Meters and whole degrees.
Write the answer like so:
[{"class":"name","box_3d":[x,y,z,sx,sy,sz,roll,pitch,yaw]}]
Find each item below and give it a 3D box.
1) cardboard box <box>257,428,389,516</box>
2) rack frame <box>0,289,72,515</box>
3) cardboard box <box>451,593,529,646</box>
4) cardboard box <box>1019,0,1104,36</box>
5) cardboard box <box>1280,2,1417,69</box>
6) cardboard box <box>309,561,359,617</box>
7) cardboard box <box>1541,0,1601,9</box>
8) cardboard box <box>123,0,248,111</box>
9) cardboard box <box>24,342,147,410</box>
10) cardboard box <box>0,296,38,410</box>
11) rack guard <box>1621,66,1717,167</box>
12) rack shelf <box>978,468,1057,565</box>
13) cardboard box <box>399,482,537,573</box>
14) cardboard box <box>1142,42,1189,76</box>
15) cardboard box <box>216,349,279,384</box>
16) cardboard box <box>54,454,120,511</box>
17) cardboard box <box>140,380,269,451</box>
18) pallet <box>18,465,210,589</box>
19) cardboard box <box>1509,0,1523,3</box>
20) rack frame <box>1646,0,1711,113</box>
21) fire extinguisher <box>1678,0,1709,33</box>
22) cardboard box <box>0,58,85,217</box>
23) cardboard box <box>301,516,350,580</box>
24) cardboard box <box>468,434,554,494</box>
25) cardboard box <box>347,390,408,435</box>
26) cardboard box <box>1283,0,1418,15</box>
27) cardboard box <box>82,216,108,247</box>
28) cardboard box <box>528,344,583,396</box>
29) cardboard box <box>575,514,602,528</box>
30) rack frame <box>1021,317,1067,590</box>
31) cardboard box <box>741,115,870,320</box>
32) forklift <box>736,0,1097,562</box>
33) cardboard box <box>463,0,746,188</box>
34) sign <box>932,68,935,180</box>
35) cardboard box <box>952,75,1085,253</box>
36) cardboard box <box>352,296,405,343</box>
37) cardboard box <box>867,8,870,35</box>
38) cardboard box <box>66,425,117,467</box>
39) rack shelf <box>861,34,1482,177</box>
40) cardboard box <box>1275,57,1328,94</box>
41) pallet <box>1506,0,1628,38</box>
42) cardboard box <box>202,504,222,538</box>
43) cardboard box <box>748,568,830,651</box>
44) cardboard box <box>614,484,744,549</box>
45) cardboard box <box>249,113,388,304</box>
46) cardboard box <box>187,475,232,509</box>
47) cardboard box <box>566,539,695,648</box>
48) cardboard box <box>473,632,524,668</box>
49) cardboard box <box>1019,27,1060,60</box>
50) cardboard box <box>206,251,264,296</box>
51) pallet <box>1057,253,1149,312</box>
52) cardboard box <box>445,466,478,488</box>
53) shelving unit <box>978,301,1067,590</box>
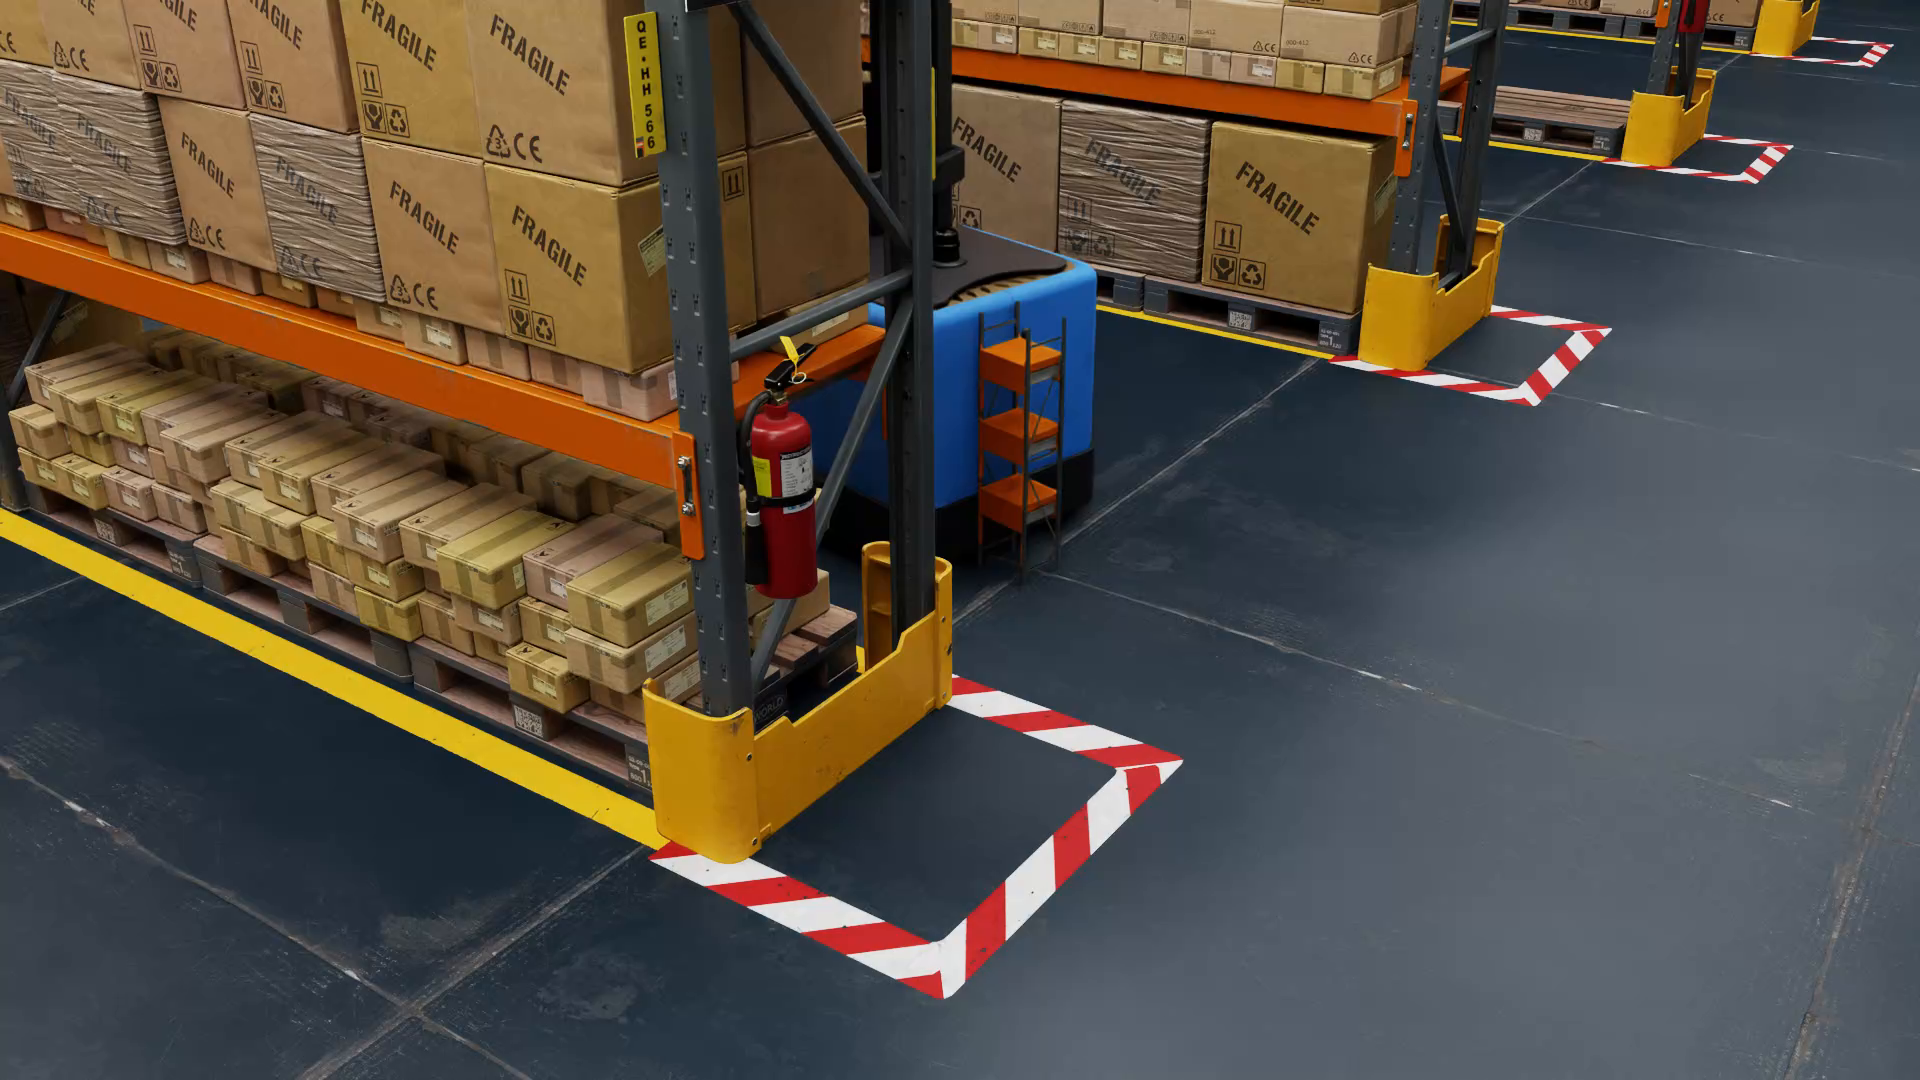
[{"class":"cardboard box","box_3d":[-2.267,-0.249,5.956,0.250,0.149,0.380,17,32,31]},{"class":"rack frame","box_3d":[-3.708,-1.644,6.673,0.127,3.000,1.000,17,32,30]},{"class":"cardboard box","box_3d":[-1.437,0.172,5.456,0.250,0.149,0.380,16,31,28]},{"class":"cardboard box","box_3d":[0.662,-2.930,9.037,0.500,0.250,0.500,17,32,30]},{"class":"cardboard box","box_3d":[1.931,-2.536,8.264,0.500,0.250,0.500,17,31,30]},{"class":"cardboard box","box_3d":[-2.071,0.103,5.921,0.250,0.149,0.380,18,32,31]},{"class":"cardboard box","box_3d":[6.347,-5.778,17.064,0.637,0.503,0.797,17,32,30]},{"class":"cardboard box","box_3d":[-2.218,-1.659,5.162,0.500,0.500,0.500,16,31,29]},{"class":"cardboard box","box_3d":[-3.541,-0.660,6.764,0.250,0.149,0.380,19,32,32]},{"class":"cardboard box","box_3d":[-4.460,-0.813,7.333,0.500,0.500,0.500,17,31,29]},{"class":"rack guard","box_3d":[5.312,-3.182,12.451,0.348,0.500,1.175,17,32,30]},{"class":"rack shelf","box_3d":[0.228,-0.093,6.411,0.215,0.259,0.240,-23,35,-37]},{"class":"cardboard box","box_3d":[-1.628,-0.035,5.536,0.250,0.149,0.380,16,31,28]},{"class":"cardboard box","box_3d":[1.158,-2.563,8.757,0.250,0.149,0.380,17,31,29]},{"class":"cardboard box","box_3d":[-2.825,-0.720,6.881,0.250,0.149,0.380,17,32,30]},{"class":"cardboard box","box_3d":[-3.370,-0.279,6.671,0.250,0.149,0.380,18,32,32]},{"class":"cardboard box","box_3d":[-2.883,-0.462,6.375,0.250,0.149,0.380,16,31,29]},{"class":"pallet","box_3d":[-3.134,-0.242,6.993,1.213,0.211,1.003,17,32,30]},{"class":"cardboard box","box_3d":[5.738,-5.701,17.285,0.250,0.166,0.380,17,32,30]},{"class":"rack frame","box_3d":[5.285,-4.297,11.886,0.127,3.000,1.000,17,32,30]},{"class":"fire extinguisher","box_3d":[5.152,-3.888,11.578,0.183,0.674,0.296,17,32,30]},{"class":"cardboard box","box_3d":[-3.030,-1.475,5.904,0.500,0.500,0.500,17,32,30]},{"class":"cardboard box","box_3d":[-2.072,-0.029,5.851,0.250,0.149,0.380,19,33,33]},{"class":"cardboard box","box_3d":[-1.555,-0.306,6.069,0.250,0.149,0.380,19,32,32]},{"class":"cardboard box","box_3d":[-2.150,-0.524,6.497,0.250,0.149,0.380,16,31,29]},{"class":"cardboard box","box_3d":[1.930,-2.872,8.097,0.500,0.500,0.500,18,32,31]},{"class":"cardboard box","box_3d":[-2.934,-1.178,6.034,0.250,0.149,0.380,16,31,28]},{"class":"cardboard box","box_3d":[-1.023,-0.561,4.822,0.250,0.149,0.380,17,32,30]},{"class":"cardboard box","box_3d":[-1.143,-0.018,5.830,0.250,0.149,0.380,18,32,31]},{"class":"rack frame","box_3d":[0.311,-0.309,6.200,0.200,1.050,0.008,-23,35,-37]},{"class":"cardboard box","box_3d":[-0.624,-1.013,4.994,0.500,0.500,0.500,19,33,33]},{"class":"forklift","box_3d":[-0.810,-1.769,6.994,1.130,2.935,3.031,-23,35,-37]},{"class":"cardboard box","box_3d":[-0.929,-1.264,4.386,0.500,0.500,0.500,17,31,29]},{"class":"sign","box_3d":[-0.104,-1.206,4.857,0.005,0.325,0.100,17,32,30]},{"class":"cardboard box","box_3d":[0.424,-2.282,9.807,0.875,0.875,0.875,17,32,30]},{"class":"cardboard box","box_3d":[-1.662,-0.755,5.204,0.250,0.149,0.380,16,31,28]},{"class":"cardboard box","box_3d":[-0.327,-3.025,9.664,0.250,0.149,0.380,18,32,32]},{"class":"cardboard box","box_3d":[-3.331,-0.449,6.677,0.250,0.149,0.380,18,32,31]},{"class":"rack shelf","box_3d":[0.832,-2.638,9.420,4.000,0.370,1.077,17,32,30]},{"class":"cardboard box","box_3d":[1.786,-2.368,8.372,0.250,0.149,0.380,18,32,31]},{"class":"pallet","box_3d":[6.371,-5.442,17.212,1.213,0.211,1.003,17,32,30]},{"class":"cardboard box","box_3d":[-2.657,-0.132,6.382,0.250,0.149,0.380,16,31,28]},{"class":"cardboard box","box_3d":[-0.661,0.212,5.706,0.250,0.149,0.380,18,32,31]},{"class":"cardboard box","box_3d":[-0.945,-0.086,5.636,0.250,0.149,0.380,18,32,31]},{"class":"cardboard box","box_3d":[-1.772,-1.074,5.115,0.500,0.500,0.500,17,32,30]},{"class":"cardboard box","box_3d":[-2.675,-0.250,6.287,0.250,0.149,0.380,19,33,33]},{"class":"cardboard box","box_3d":[-0.990,0.160,5.152,0.250,0.149,0.380,18,32,31]},{"class":"cardboard box","box_3d":[-1.401,0.281,5.571,0.250,0.149,0.380,17,32,30]},{"class":"cardboard box","box_3d":[0.525,-2.760,9.144,0.250,0.149,0.380,16,31,29]},{"class":"cardboard box","box_3d":[-2.299,-0.966,5.617,0.250,0.149,0.380,19,32,32]},{"class":"pallet","box_3d":[0.776,-1.692,9.842,1.213,0.211,1.003,17,32,30]},{"class":"cardboard box","box_3d":[-1.812,-0.211,6.210,0.250,0.149,0.380,19,33,33]},{"class":"shelving unit","box_3d":[0.228,-0.350,6.281,0.215,1.050,0.252,-23,35,-37]}]
